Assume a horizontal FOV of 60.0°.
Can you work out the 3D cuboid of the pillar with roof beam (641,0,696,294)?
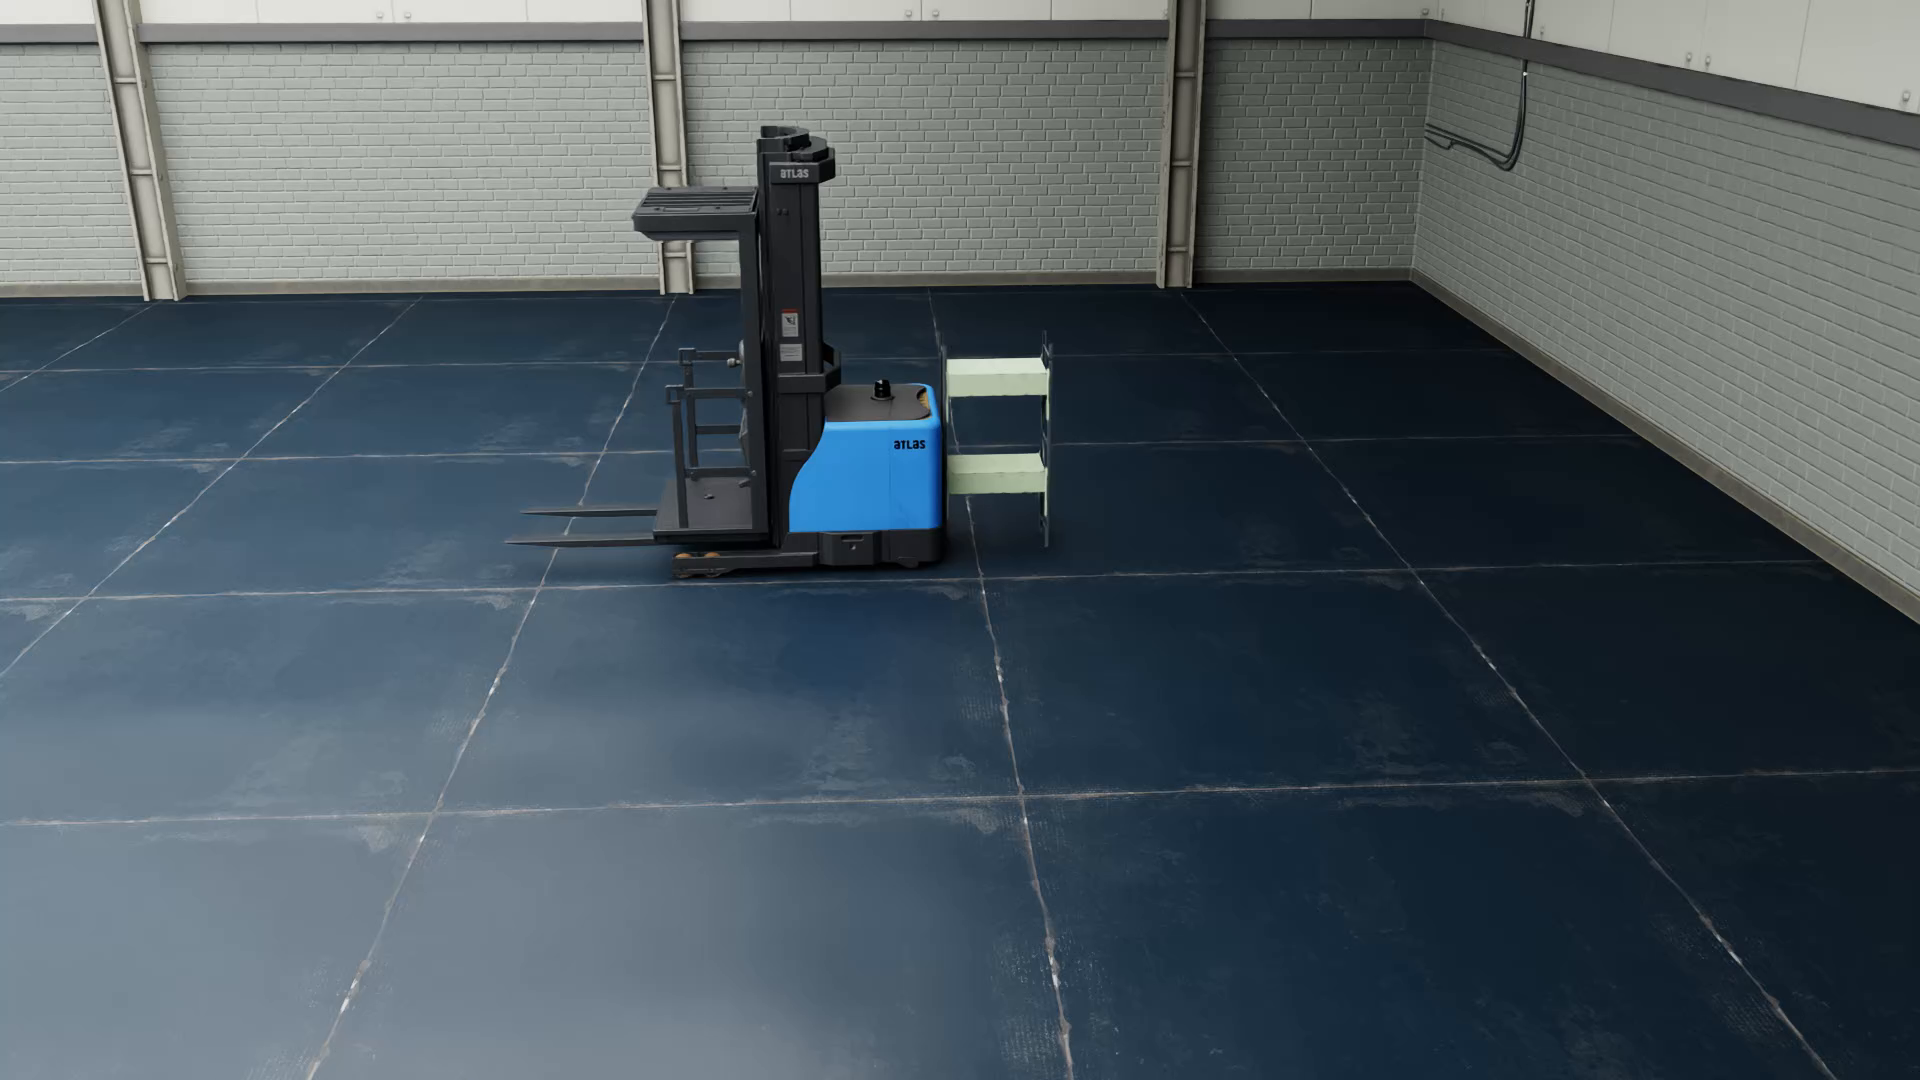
[{"bbox_3d":[-3.136,-5.661,14.343,0.400,9.000,9.100,-1,21,-3],"label":"pillar with roof beam"}]

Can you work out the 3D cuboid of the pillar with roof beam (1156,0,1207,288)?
[{"bbox_3d":[2.854,-5.783,14.663,0.400,9.000,9.100,-1,21,-3],"label":"pillar with roof beam"}]

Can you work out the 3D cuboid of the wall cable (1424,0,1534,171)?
[{"bbox_3d":[5.625,-5.451,18.155,0.112,2.526,3.097,-1,21,-3],"label":"wall cable"}]

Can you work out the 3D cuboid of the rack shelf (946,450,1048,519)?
[{"bbox_3d":[0.248,-0.403,11.988,0.720,0.370,0.431,-1,21,-4],"label":"rack shelf"}]

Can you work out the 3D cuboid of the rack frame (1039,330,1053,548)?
[{"bbox_3d":[0.613,-0.717,11.897,0.023,1.500,0.400,-1,21,-4],"label":"rack frame"}]

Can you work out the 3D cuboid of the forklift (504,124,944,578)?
[{"bbox_3d":[-1.654,-1.303,11.425,3.031,2.935,1.130,-1,21,-4],"label":"forklift"}]

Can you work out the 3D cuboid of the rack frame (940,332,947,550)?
[{"bbox_3d":[-0.117,-0.698,11.848,0.023,1.500,0.400,-1,21,-4],"label":"rack frame"}]

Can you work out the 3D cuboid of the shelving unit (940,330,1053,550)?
[{"bbox_3d":[0.248,-0.708,11.872,0.755,1.500,0.431,-1,21,-4],"label":"shelving unit"}]

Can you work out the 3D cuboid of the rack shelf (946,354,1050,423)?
[{"bbox_3d":[0.248,-1.073,11.734,0.720,0.370,0.431,-1,21,-4],"label":"rack shelf"}]

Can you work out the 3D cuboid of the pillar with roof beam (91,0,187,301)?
[{"bbox_3d":[-9.126,-5.539,14.023,0.400,9.000,9.100,-1,21,-3],"label":"pillar with roof beam"}]
